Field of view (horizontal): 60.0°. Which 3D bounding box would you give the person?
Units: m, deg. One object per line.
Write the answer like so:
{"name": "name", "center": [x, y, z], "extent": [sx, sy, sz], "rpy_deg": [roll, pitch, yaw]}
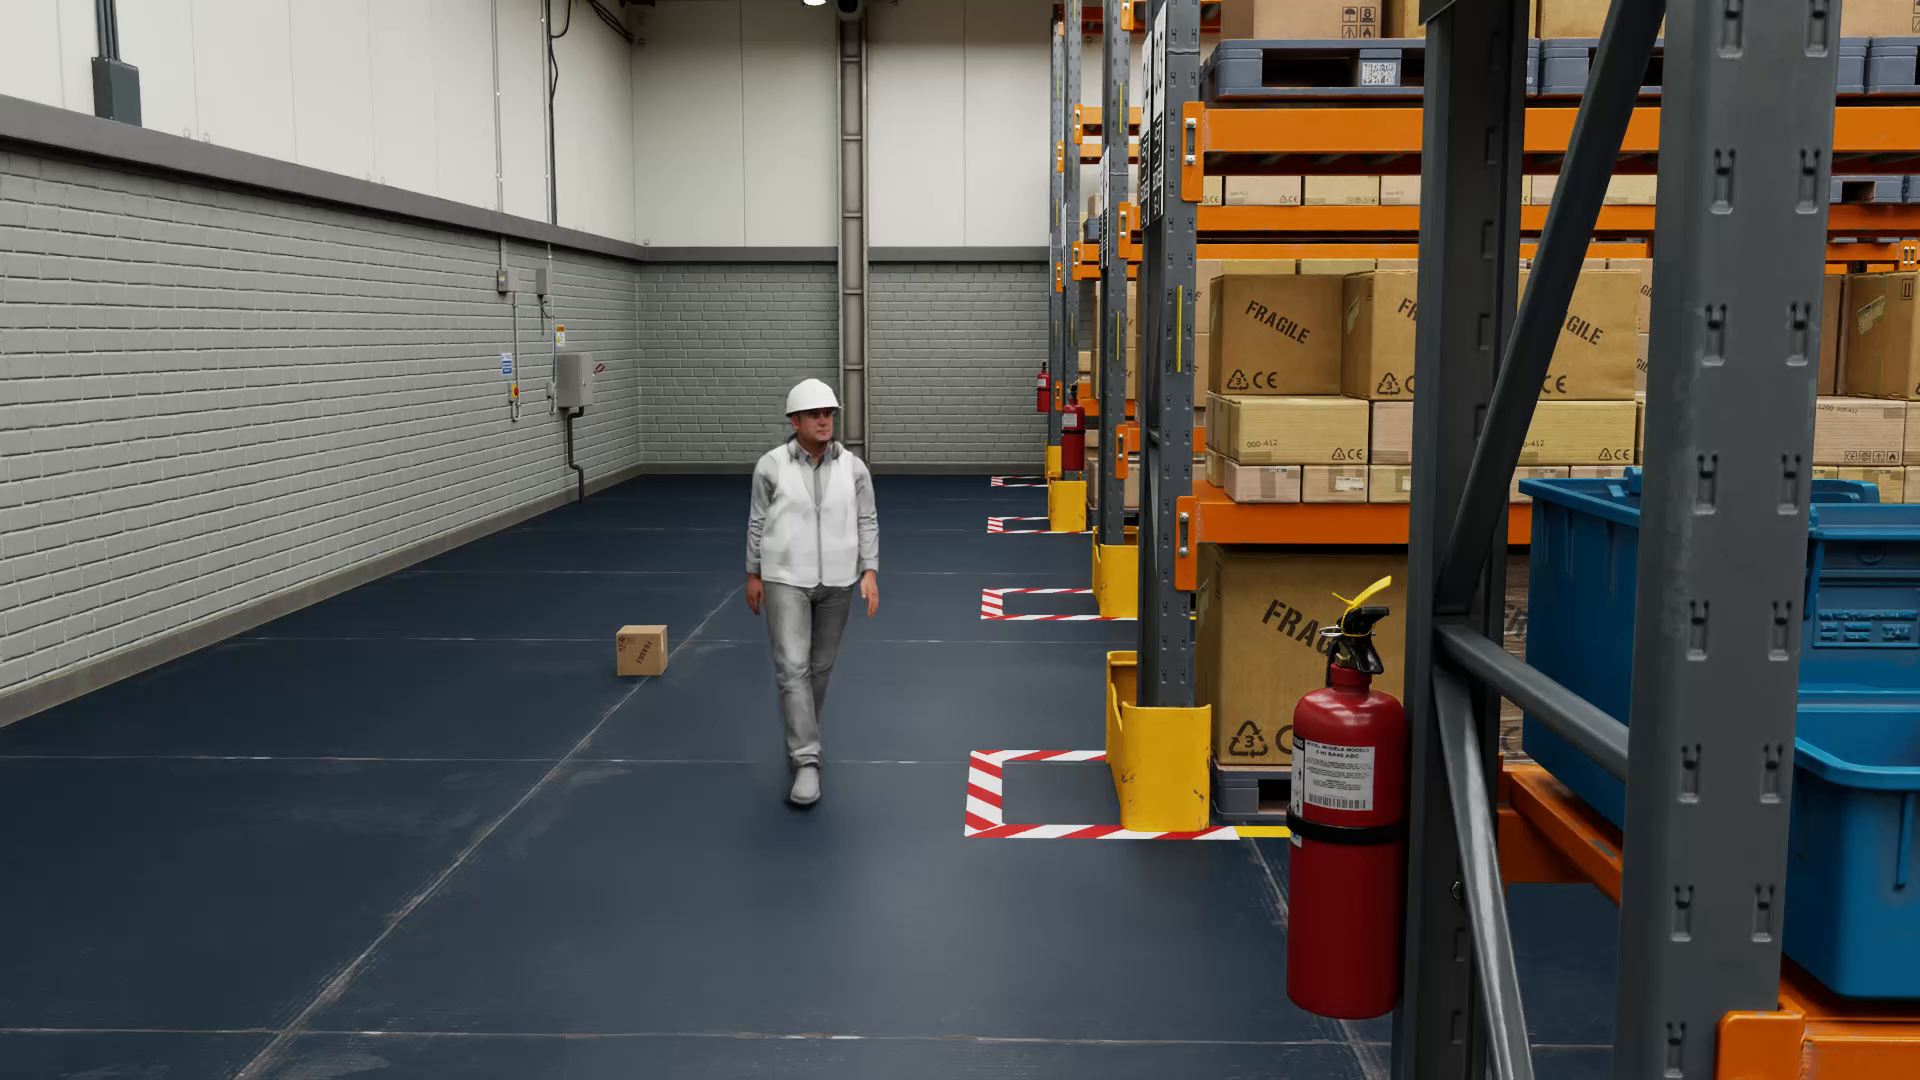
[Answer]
{"name": "person", "center": [-0.610, 0.167, 7.243], "extent": [0.556, 1.727, 0.978], "rpy_deg": [-3, 8, -21]}
